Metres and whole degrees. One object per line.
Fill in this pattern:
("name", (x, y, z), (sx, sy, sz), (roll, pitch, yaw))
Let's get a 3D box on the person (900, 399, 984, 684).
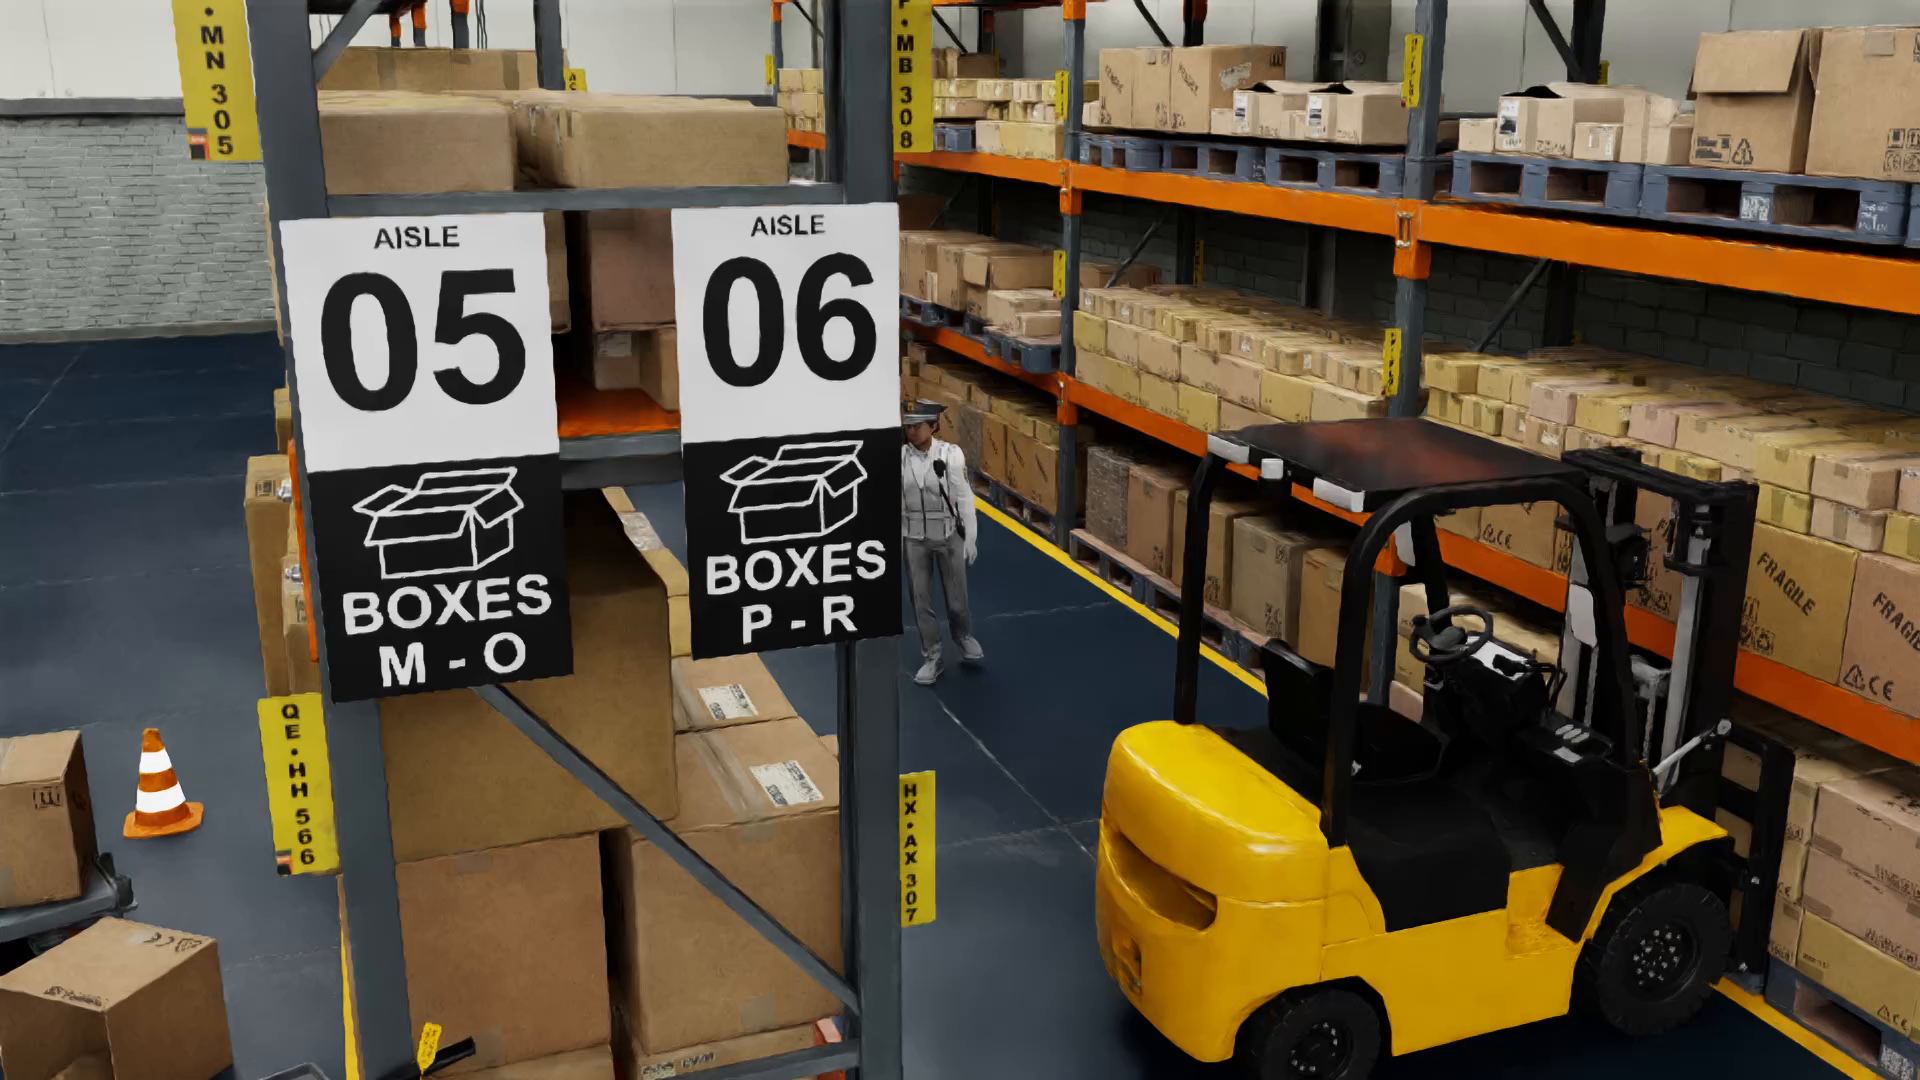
("person", (-0.138, -0.020, 9.567), (0.522, 1.670, 0.525), (4, 16, 14))
